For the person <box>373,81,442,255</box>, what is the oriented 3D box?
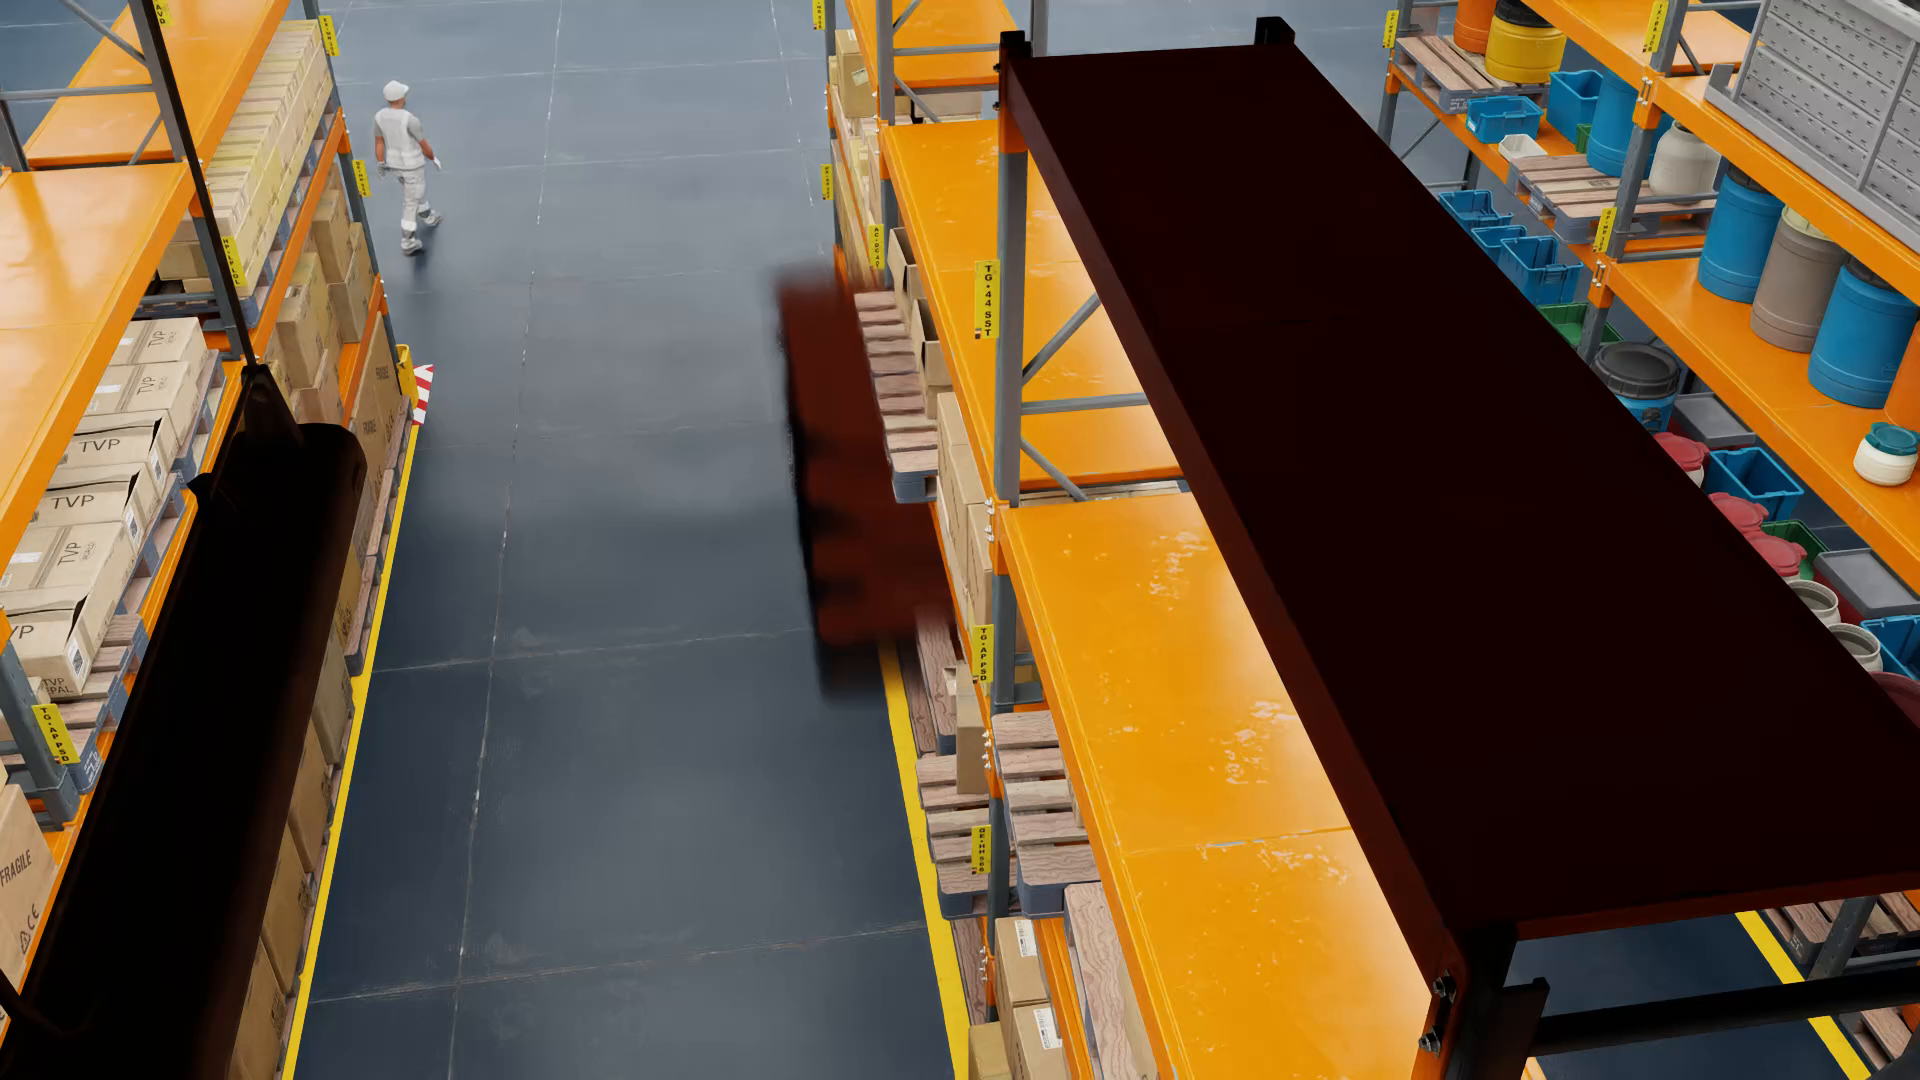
[{"bbox_3d":[-5.693,-3.951,17.306,0.576,1.746,0.919,15,39,19],"label":"person"}]
